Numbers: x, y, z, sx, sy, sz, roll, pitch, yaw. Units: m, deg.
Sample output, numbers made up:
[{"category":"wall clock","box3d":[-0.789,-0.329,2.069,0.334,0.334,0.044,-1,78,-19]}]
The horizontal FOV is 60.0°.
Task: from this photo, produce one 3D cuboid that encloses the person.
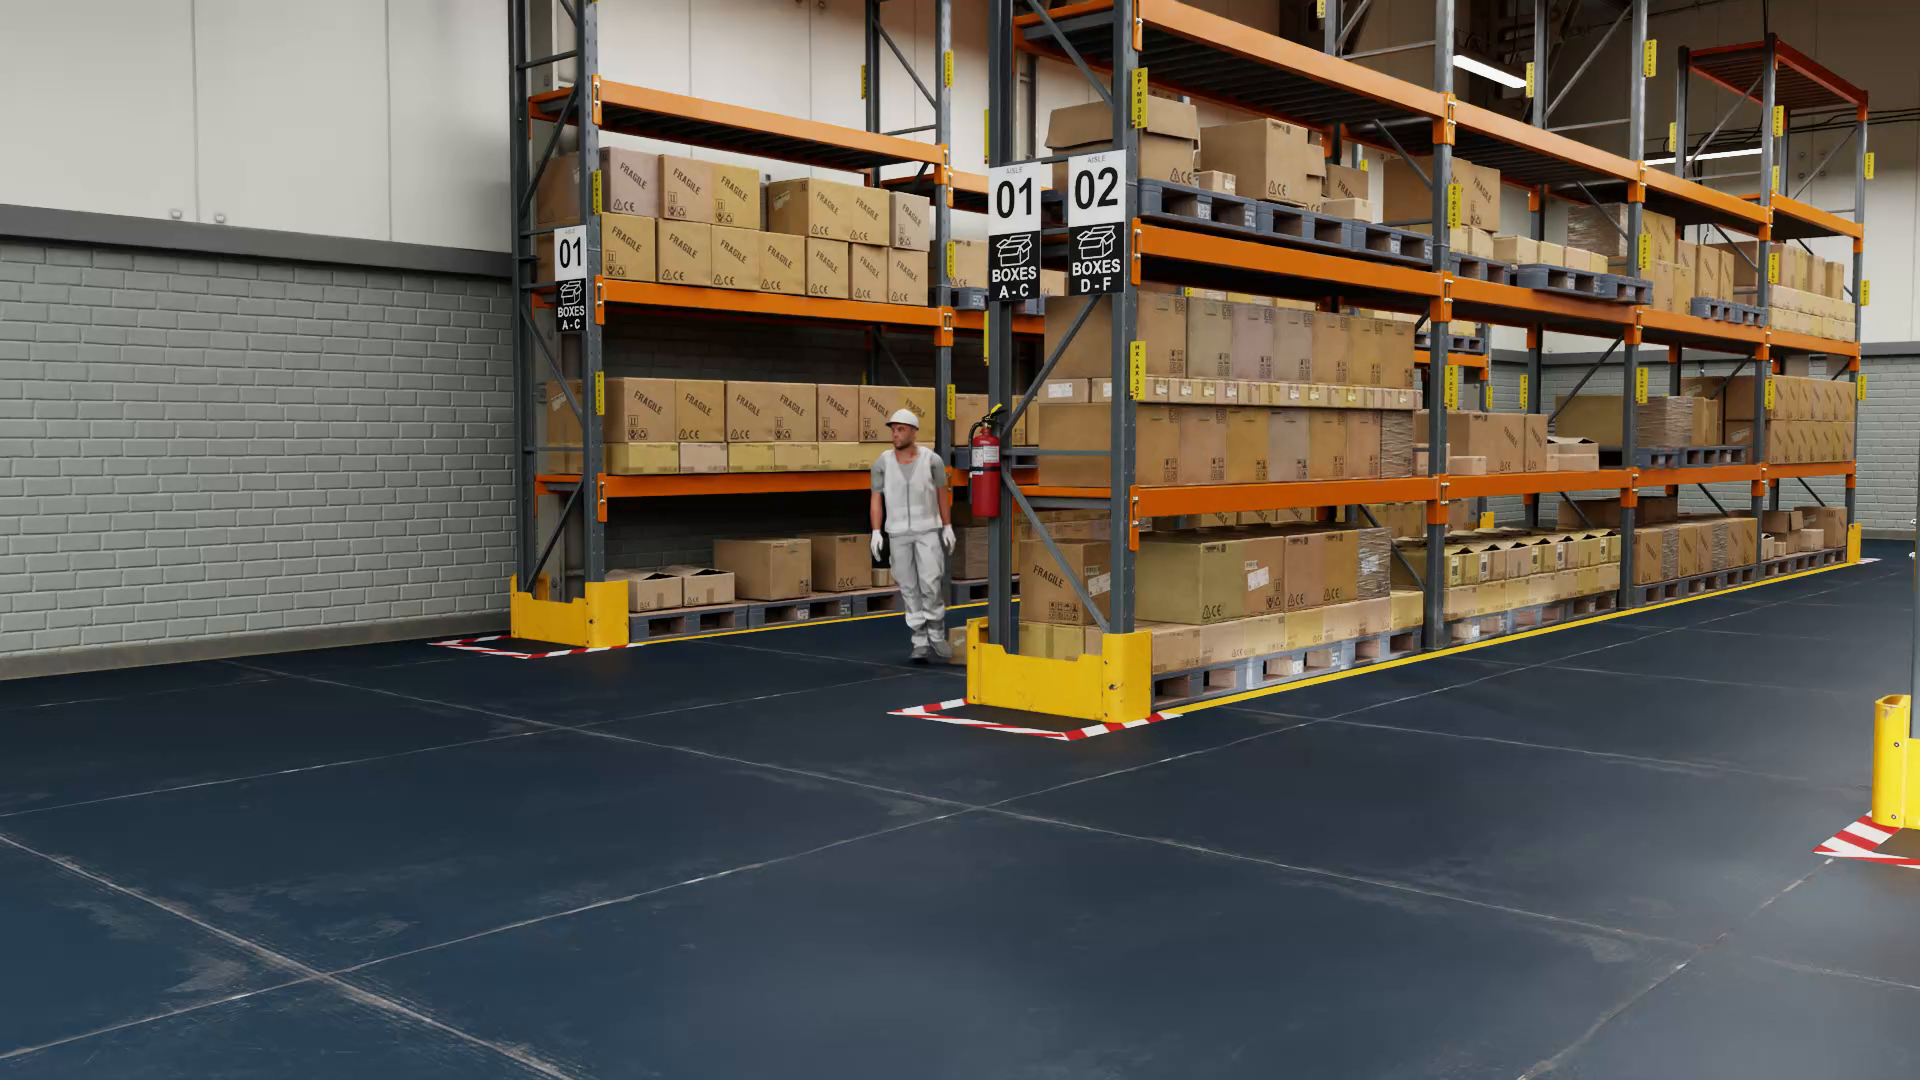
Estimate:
[{"category":"person","box3d":[-0.326,-0.032,11.707,0.614,1.776,0.480,0,4,8]}]
